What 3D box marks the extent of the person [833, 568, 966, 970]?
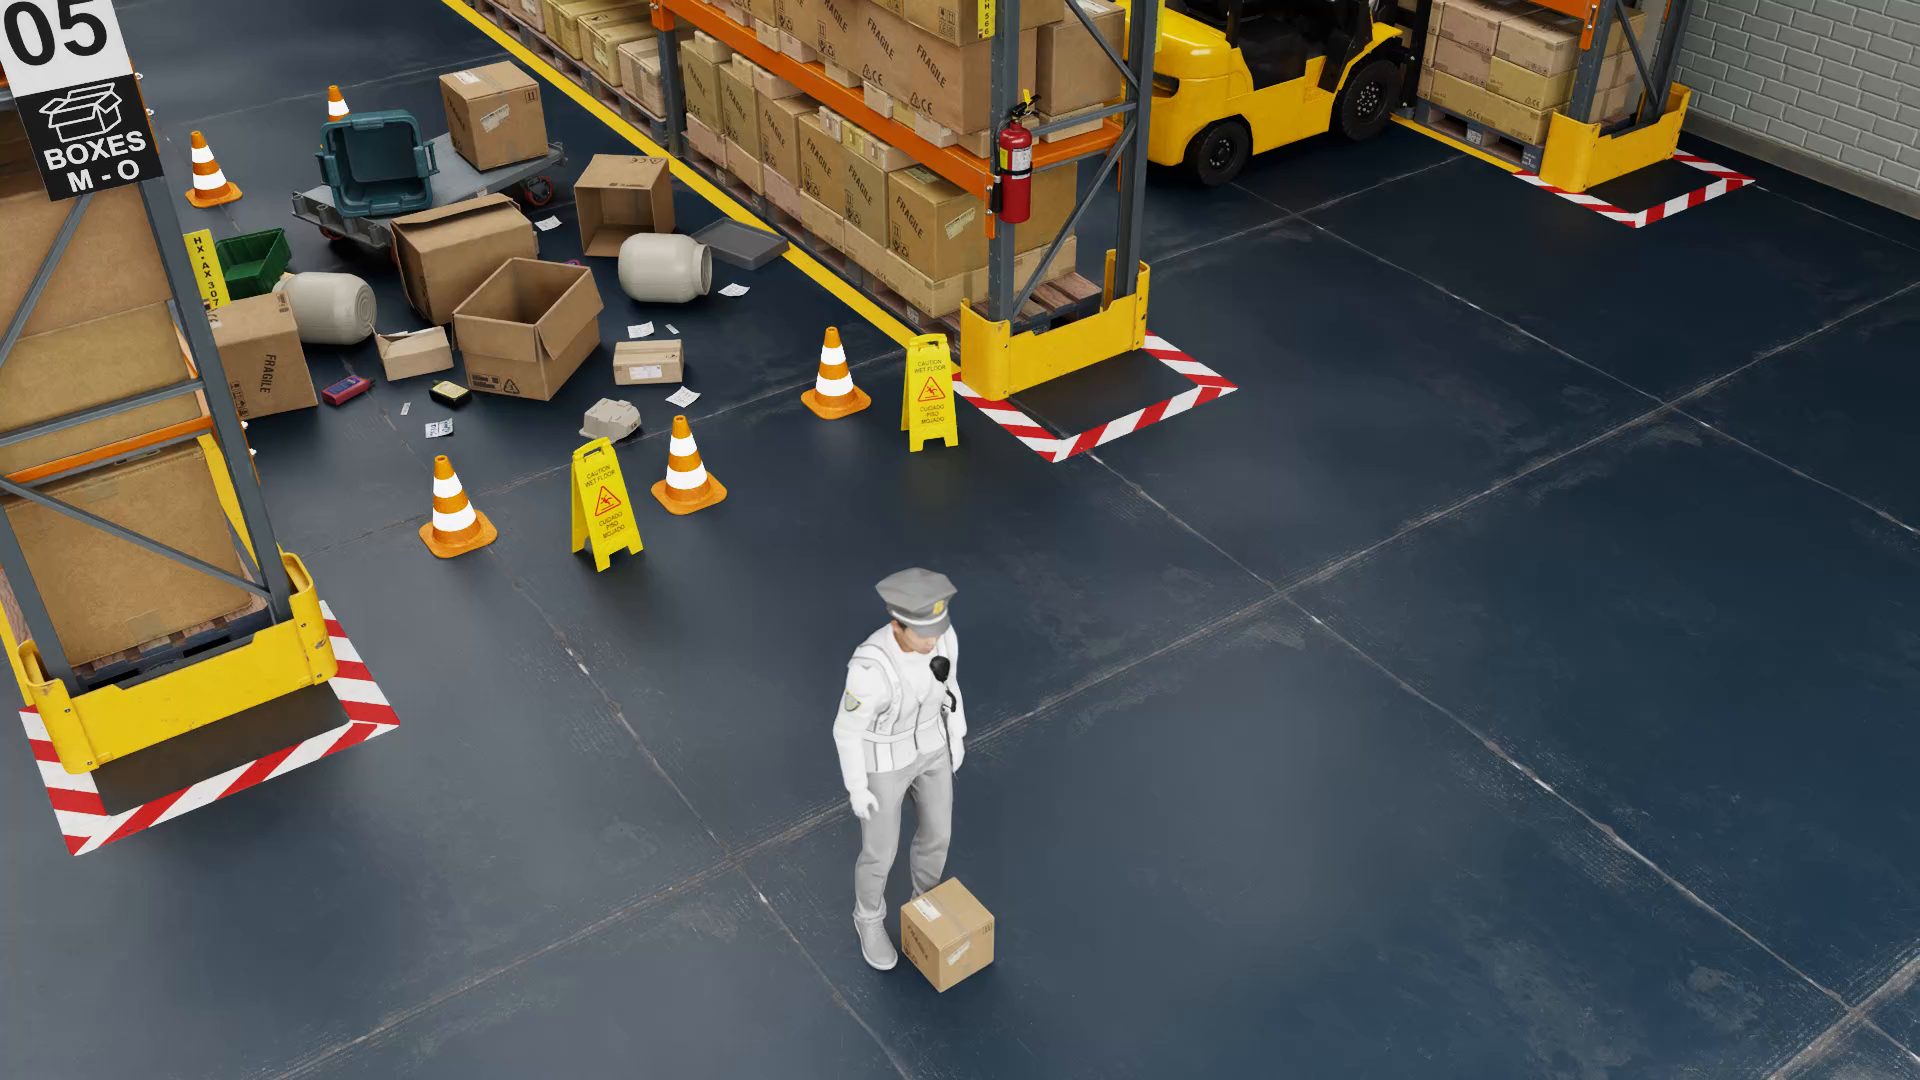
[{"bbox_3d":[-0.181,0.797,5.923,0.525,1.662,0.414,-25,43,-29],"label":"person"}]
